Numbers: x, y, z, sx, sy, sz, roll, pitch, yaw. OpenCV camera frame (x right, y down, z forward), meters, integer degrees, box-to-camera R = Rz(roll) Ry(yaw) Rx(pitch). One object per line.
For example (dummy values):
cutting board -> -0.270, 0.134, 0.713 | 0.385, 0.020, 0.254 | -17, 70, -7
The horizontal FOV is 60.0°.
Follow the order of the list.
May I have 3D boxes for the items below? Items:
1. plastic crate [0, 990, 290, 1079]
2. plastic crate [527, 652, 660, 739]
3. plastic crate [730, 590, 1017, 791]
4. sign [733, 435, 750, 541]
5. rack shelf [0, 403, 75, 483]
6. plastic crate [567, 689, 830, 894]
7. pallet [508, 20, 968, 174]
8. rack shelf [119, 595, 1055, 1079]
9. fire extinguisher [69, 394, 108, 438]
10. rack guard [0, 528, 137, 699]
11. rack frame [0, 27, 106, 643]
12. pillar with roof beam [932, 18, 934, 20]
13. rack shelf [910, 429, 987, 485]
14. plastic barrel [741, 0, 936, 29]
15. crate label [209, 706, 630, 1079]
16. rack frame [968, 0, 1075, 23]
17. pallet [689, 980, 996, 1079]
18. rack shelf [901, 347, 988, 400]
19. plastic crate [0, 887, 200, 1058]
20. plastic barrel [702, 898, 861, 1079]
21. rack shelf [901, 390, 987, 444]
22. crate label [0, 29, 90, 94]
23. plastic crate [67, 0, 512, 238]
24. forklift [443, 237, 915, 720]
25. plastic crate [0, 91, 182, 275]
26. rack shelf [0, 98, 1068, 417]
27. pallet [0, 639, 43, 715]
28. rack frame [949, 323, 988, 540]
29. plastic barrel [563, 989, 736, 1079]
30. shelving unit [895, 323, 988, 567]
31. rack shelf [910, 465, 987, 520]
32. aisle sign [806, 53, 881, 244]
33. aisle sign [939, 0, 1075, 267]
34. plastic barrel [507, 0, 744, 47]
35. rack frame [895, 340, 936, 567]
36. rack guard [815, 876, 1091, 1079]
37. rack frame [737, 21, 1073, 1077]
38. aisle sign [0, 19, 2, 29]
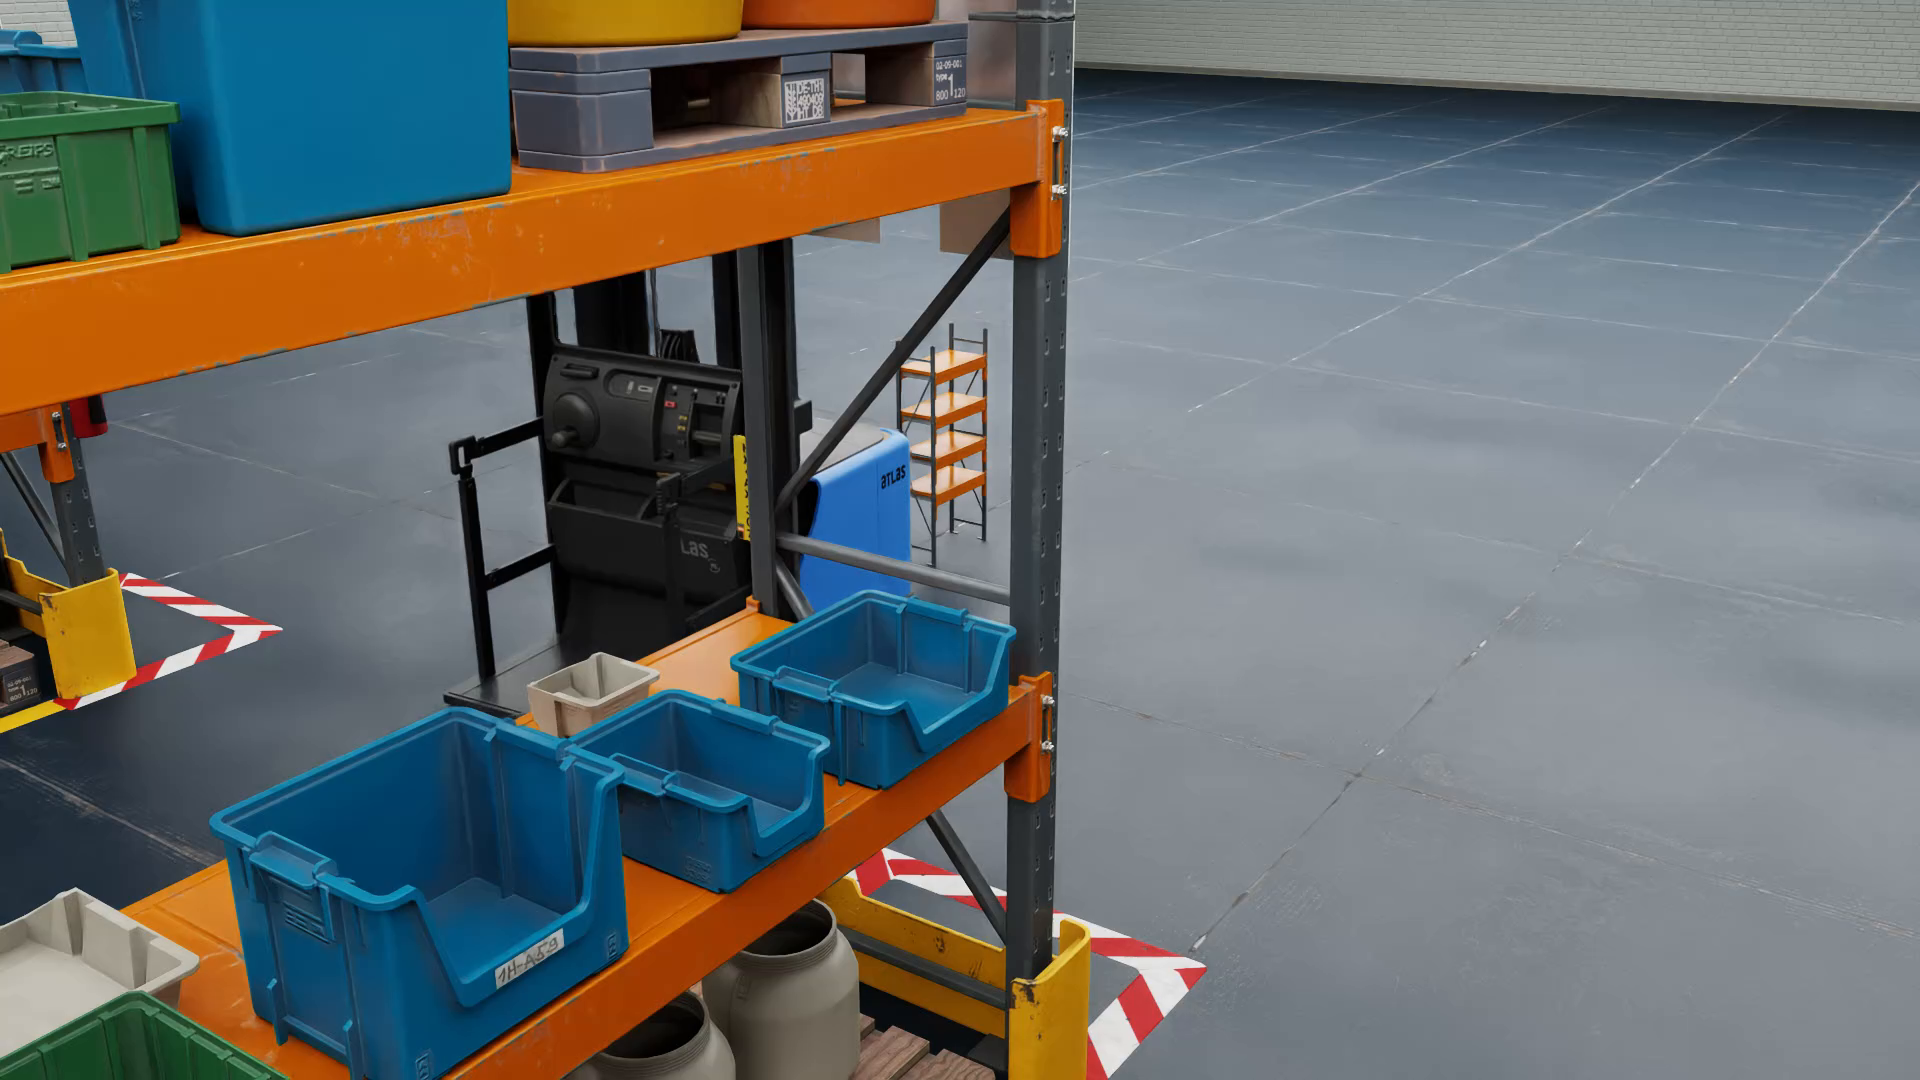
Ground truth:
plastic crate -> -1.427, 1.001, 2.540 | 0.450, 0.188, 0.662 | 13, 24, 32
plastic crate -> -0.945, 0.406, 4.223 | 0.298, 0.136, 0.250 | 13, 24, 32
plastic crate -> -0.209, 0.360, 4.181 | 0.499, 0.251, 0.616 | 13, 24, 32
sign -> -0.628, -0.150, 4.947 | 0.100, 0.325, 0.005 | 13, 24, 32
rack shelf -> -5.396, 0.034, 5.886 | 1.077, 0.370, 4.000 | 13, 24, 32
plastic crate -> -0.579, 0.546, 3.681 | 0.499, 0.251, 0.408 | 13, 24, 32
pallet -> -0.721, -1.011, 3.624 | 1.003, 0.211, 1.213 | 13, 24, 32
rack shelf -> -1.300, 1.000, 3.275 | 1.077, 0.370, 4.000 | 13, 24, 32
fire extinguisher -> -3.826, -0.784, 7.172 | 0.296, 0.674, 0.183 | 13, 24, 32
rack guard -> -4.314, 0.317, 7.688 | 1.175, 0.500, 0.348 | 13, 24, 32
rack frame -> -4.272, -0.877, 7.313 | 1.000, 3.000, 0.127 | 13, 24, 32
pillar with roof beam -> 2.713, -14.335, 35.047 | 9.100, 9.000, 0.400 | 13, 24, 32
rack shelf -> -0.093, -0.452, 8.952 | 0.258, 0.148, 0.480 | 13, 24, 32
plastic barrel -> -0.344, -1.552, 3.590 | 0.600, 0.830, 0.708 | 13, 24, 32
crate label -> -0.986, 0.653, 3.125 | 0.502, 0.435, 0.616 | 13, 24, 32
rack frame -> -0.175, -2.725, 3.661 | 1.000, 3.000, 0.127 | 13, 24, 32
pallet -> -0.640, 1.660, 4.474 | 1.003, 0.211, 1.213 | 13, 24, 32
rack shelf -> -0.093, -0.884, 8.792 | 0.258, 0.148, 0.480 | 13, 24, 32
plastic crate -> -1.721, 0.845, 3.038 | 0.530, 0.136, 0.437 | 13, 24, 32
plastic barrel -> -0.482, 1.262, 4.510 | 0.421, 0.512, 0.421 | 0, 20, 0
rack shelf -> -0.093, -0.662, 8.874 | 0.258, 0.148, 0.480 | 13, 24, 32
crate label -> -1.501, -0.776, 2.929 | 0.502, 0.251, 0.408 | 13, 24, 32
plastic crate -> -0.998, -0.705, 2.546 | 0.392, 0.384, 0.575 | 13, 24, 32
forklift -> -1.355, -0.486, 6.355 | 1.130, 2.935, 3.031 | 11, 23, 26
plastic crate -> -1.312, -0.471, 2.196 | 0.336, 0.188, 0.450 | 13, 24, 32
rack shelf -> -1.300, -0.407, 2.755 | 1.077, 0.370, 4.000 | 13, 24, 32
pallet -> -4.800, 0.679, 7.126 | 1.003, 0.211, 1.213 | 13, 24, 32
rack frame -> 0.044, -0.585, 9.118 | 0.240, 1.200, 0.015 | 13, 24, 32
plastic barrel -> -0.764, 1.406, 4.121 | 0.421, 0.512, 0.421 | 0, 20, 0
shelving unit -> -0.093, -0.515, 8.928 | 0.258, 1.200, 0.503 | 13, 24, 32
rack shelf -> -0.093, -0.266, 9.021 | 0.258, 0.148, 0.480 | 13, 24, 32
aisle sign -> -0.377, -1.208, 4.461 | 0.394, 0.787, 0.004 | 13, 24, 32
aisle sign -> 0.111, -1.093, 4.150 | 0.394, 0.787, 0.004 | 13, 24, 32
plastic barrel -> -0.711, -1.252, 3.124 | 0.600, 0.588, 0.600 | 0, 20, 0
rack frame -> -0.230, -0.445, 8.739 | 0.240, 1.200, 0.015 | 13, 24, 32
rack guard -> -0.179, 1.292, 5.051 | 1.175, 0.500, 0.348 | 13, 24, 32
rack frame -> -0.175, 0.089, 4.702 | 1.000, 3.000, 0.127 | 13, 24, 32
aisle sign -> -3.989, -2.056, 6.752 | 0.394, 0.787, 0.004 | 13, 24, 32
